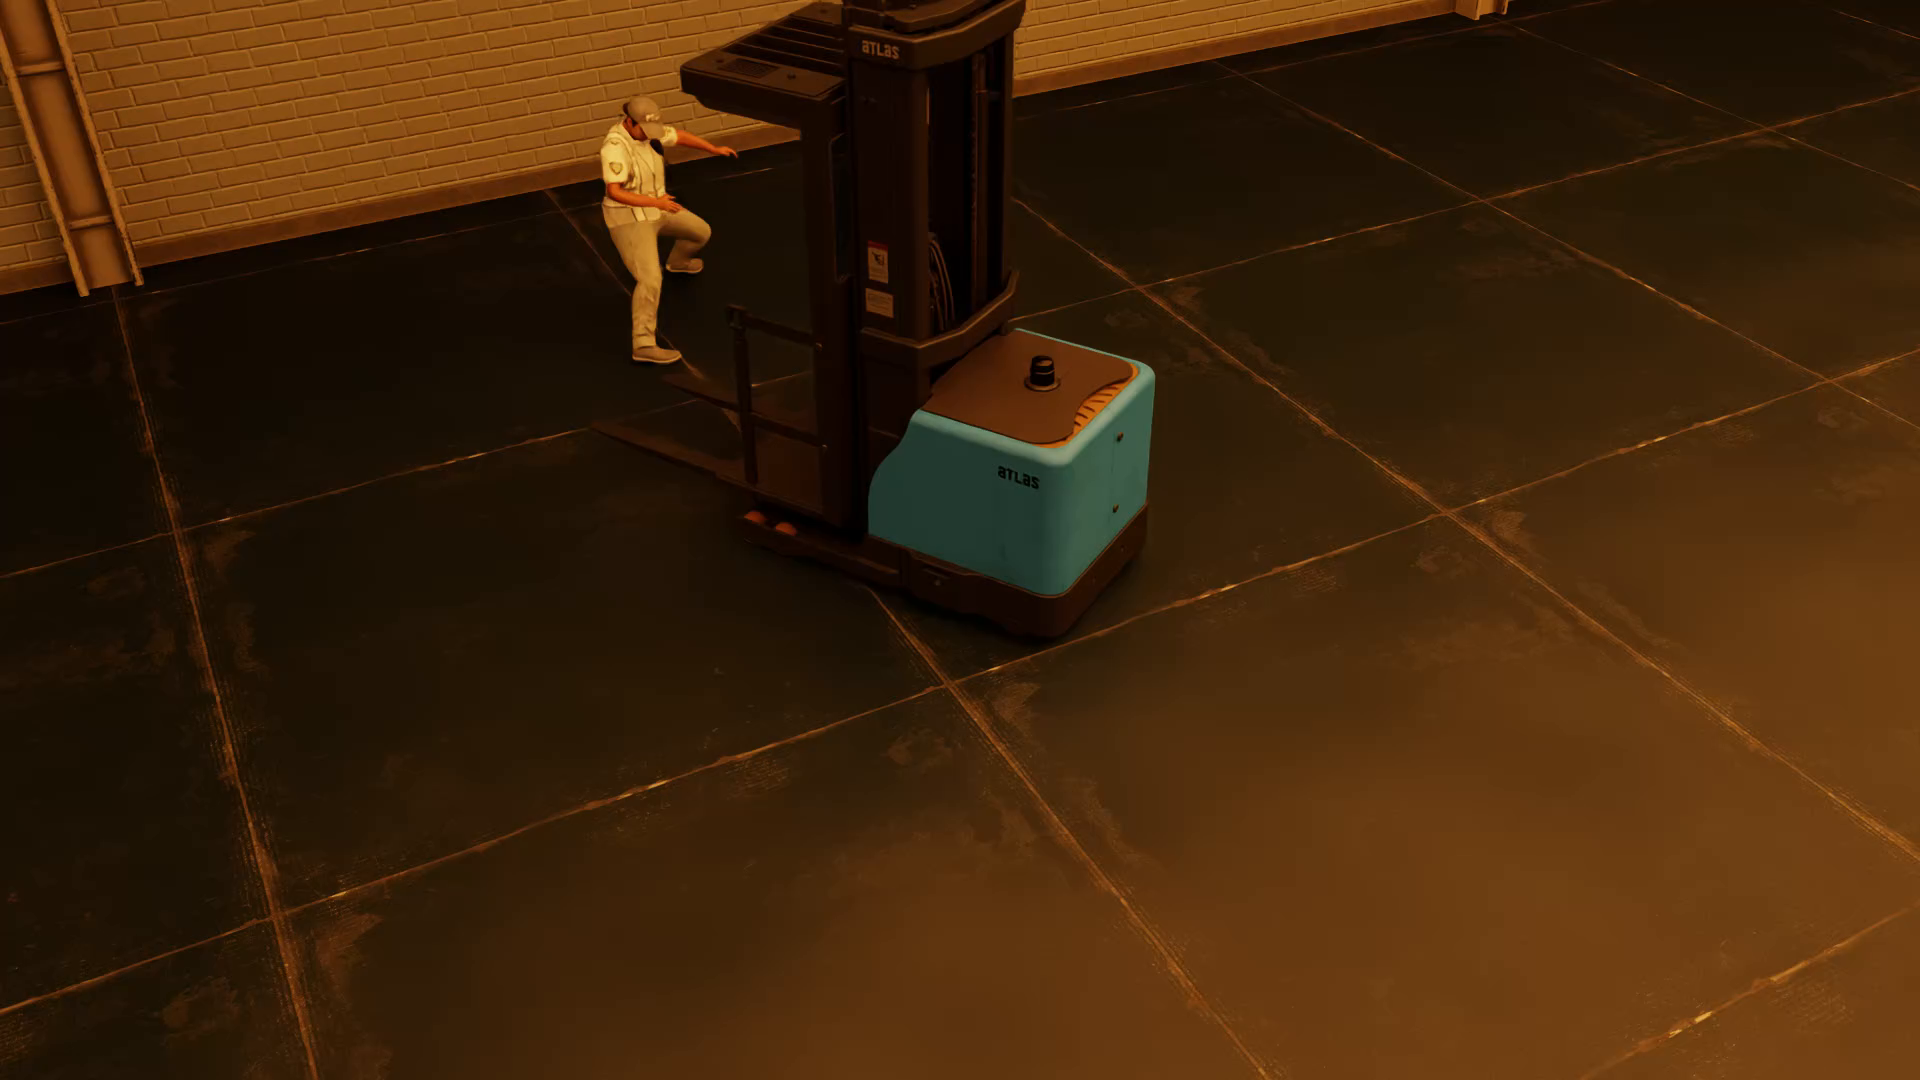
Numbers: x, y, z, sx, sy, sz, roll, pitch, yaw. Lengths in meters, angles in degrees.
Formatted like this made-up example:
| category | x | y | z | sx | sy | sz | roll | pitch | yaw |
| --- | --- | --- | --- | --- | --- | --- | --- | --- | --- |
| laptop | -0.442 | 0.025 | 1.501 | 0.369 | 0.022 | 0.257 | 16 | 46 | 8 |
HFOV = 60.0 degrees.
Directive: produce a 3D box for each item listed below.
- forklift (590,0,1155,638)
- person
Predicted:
| category | x | y | z | sx | sy | sz | roll | pitch | yaw |
| --- | --- | --- | --- | --- | --- | --- | --- | --- | --- |
| forklift | -0.575 | -1.360 | 8.048 | 3.031 | 2.935 | 1.130 | 19 | 39 | 25 |
| person | -1.816 | -2.038 | 10.283 | 0.692 | 1.452 | 1.284 | 15 | 38 | 20 |
